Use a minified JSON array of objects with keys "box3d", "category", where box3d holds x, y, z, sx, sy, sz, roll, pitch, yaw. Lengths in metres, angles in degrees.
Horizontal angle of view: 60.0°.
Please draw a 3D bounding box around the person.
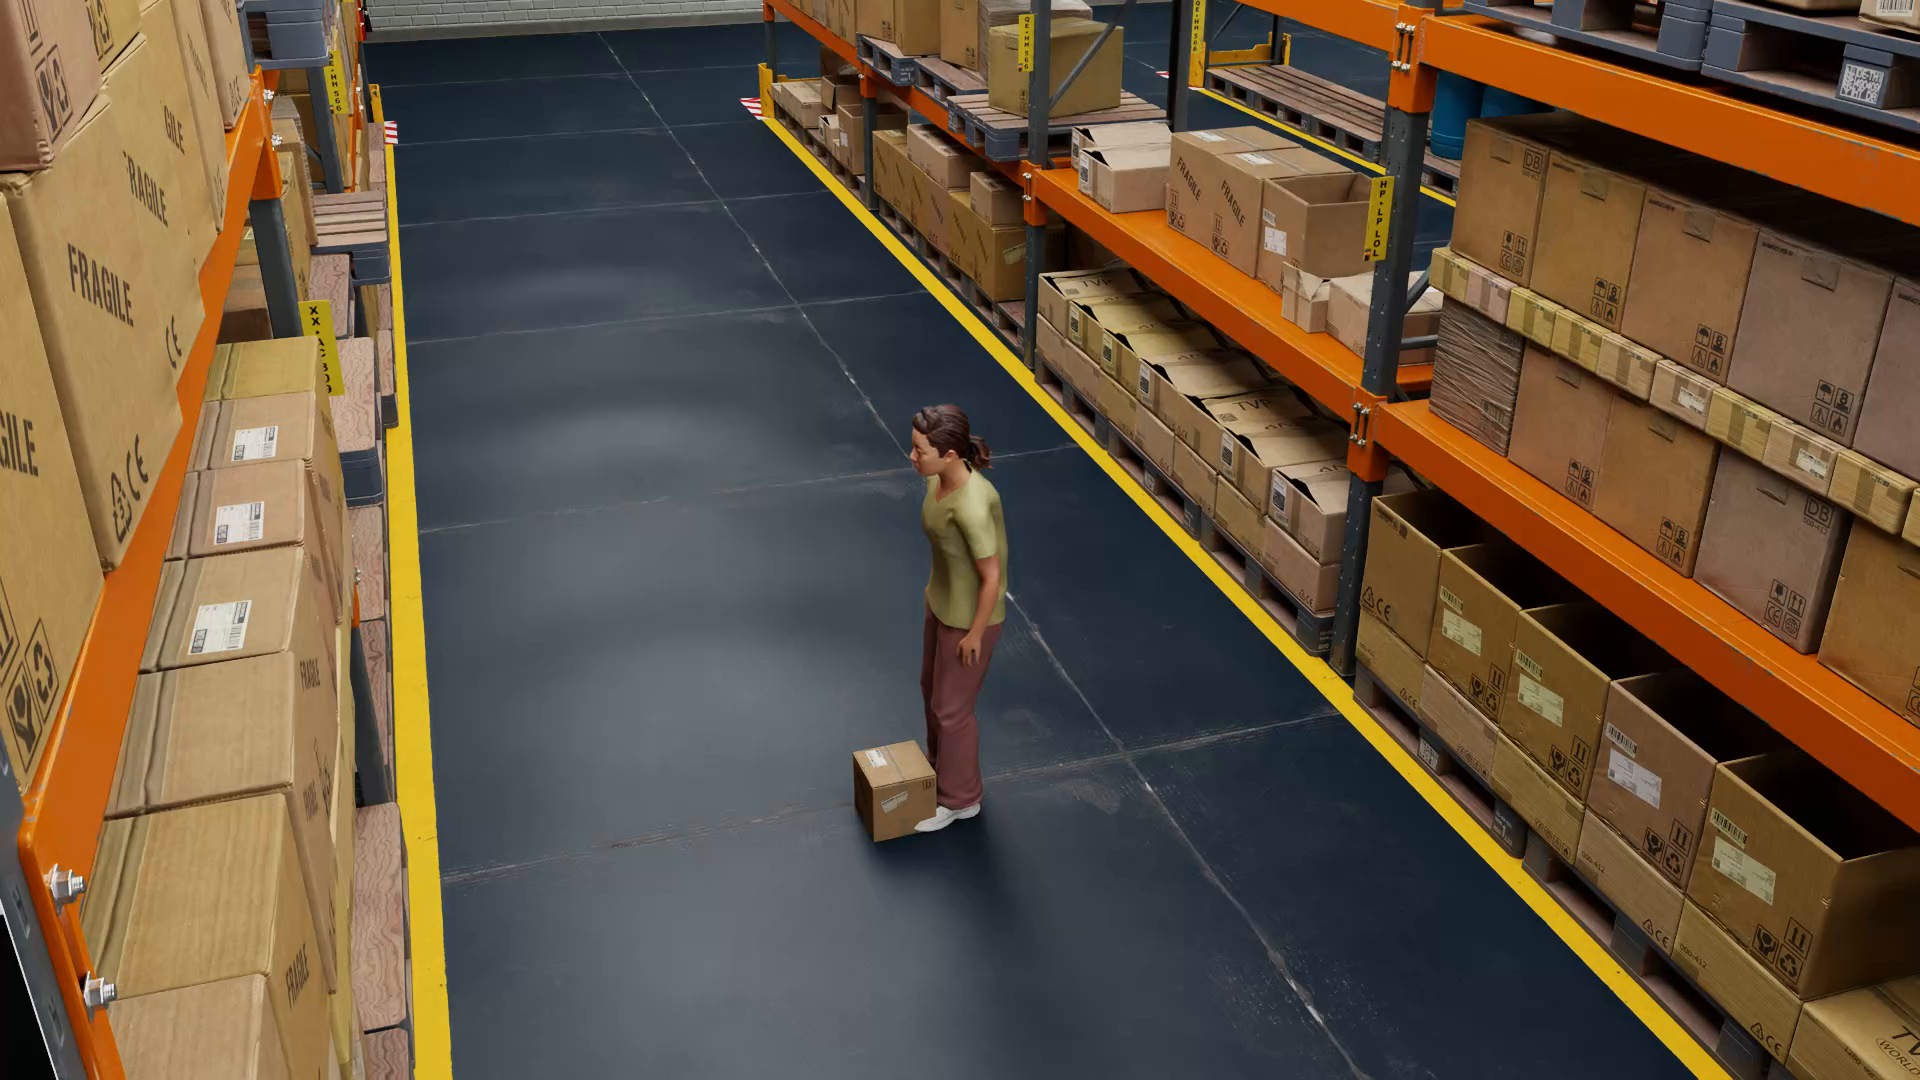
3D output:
[{"box3d":[-0.041,0.277,6.058,0.404,1.673,0.500,-8,28,-16],"category":"person"}]
